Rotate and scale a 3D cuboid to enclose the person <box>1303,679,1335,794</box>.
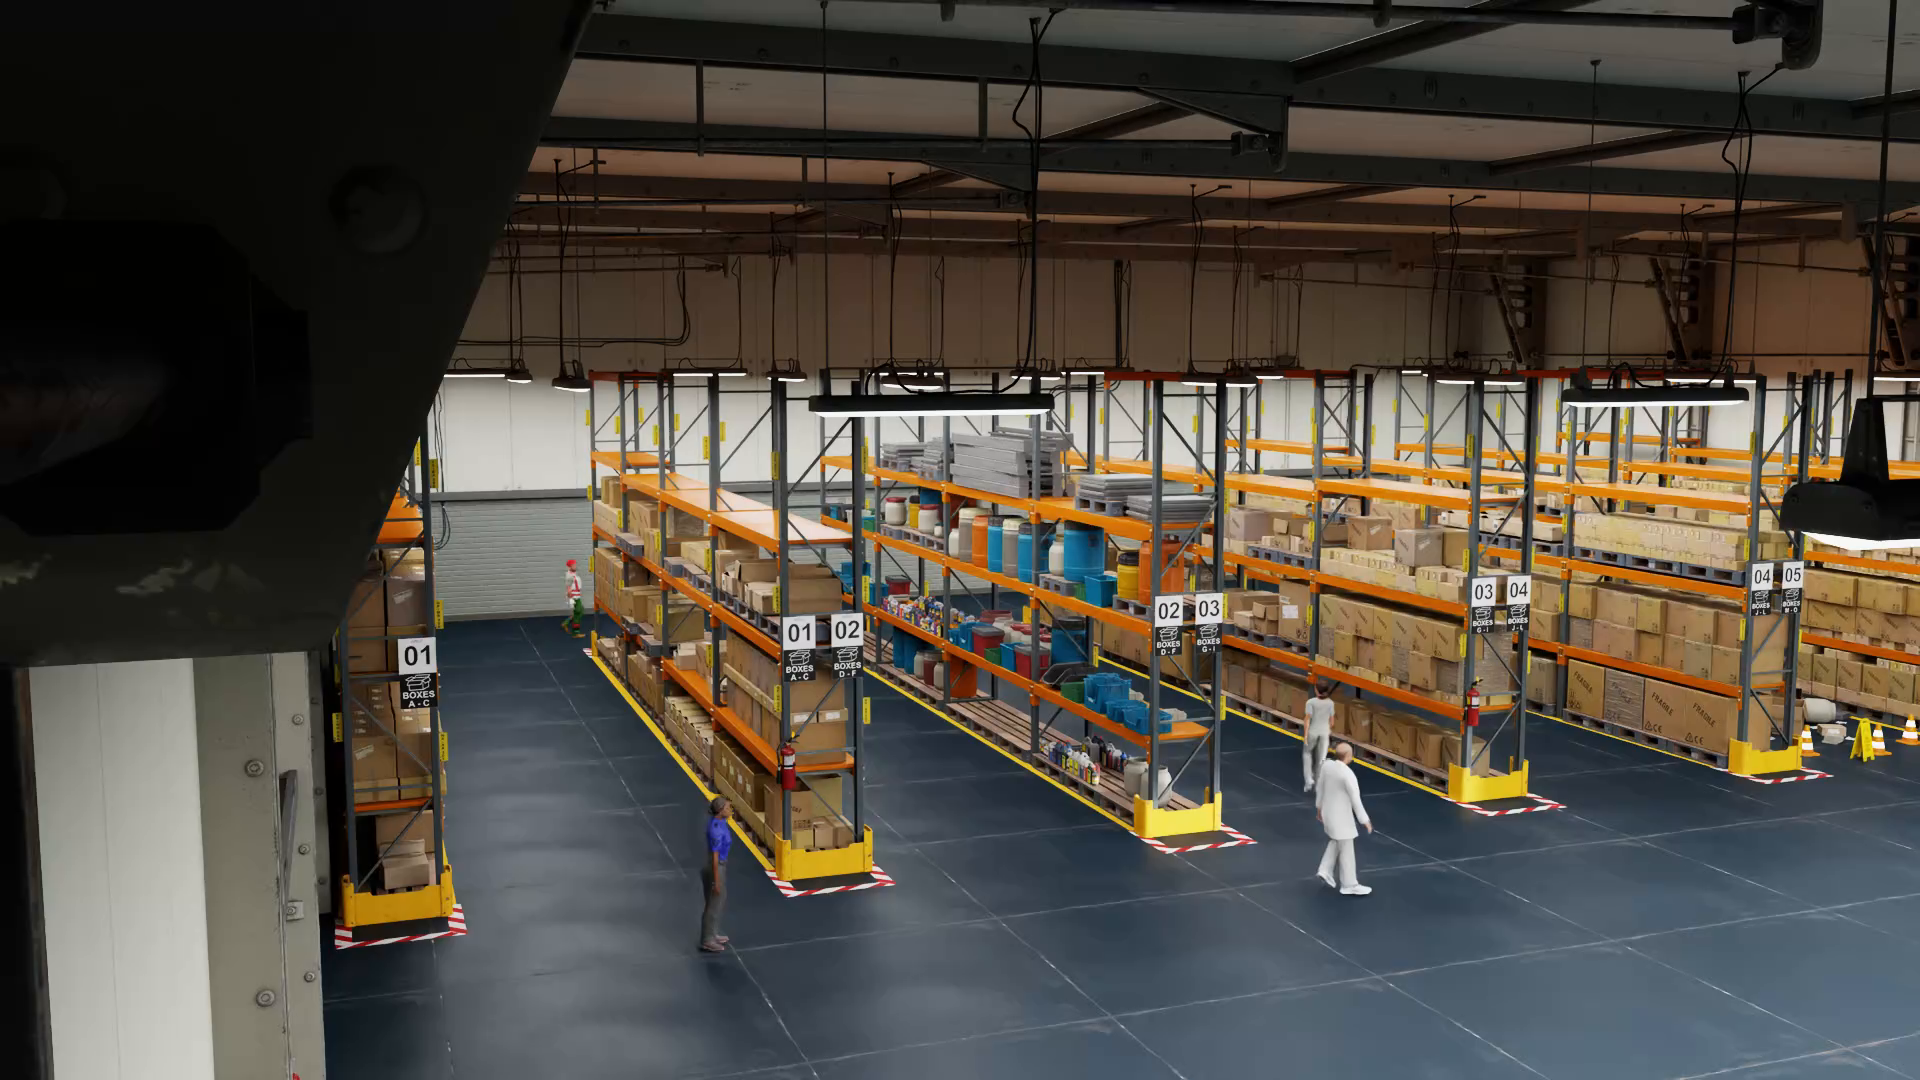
[{"bbox_3d":[5.176,2.822,23.977,0.443,1.677,0.444,1,6,11],"label":"person"}]

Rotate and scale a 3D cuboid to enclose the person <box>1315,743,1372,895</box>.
[{"bbox_3d":[4.494,3.266,19.601,0.575,1.784,0.723,-3,7,-23],"label":"person"}]

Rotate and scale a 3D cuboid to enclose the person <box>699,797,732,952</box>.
[{"bbox_3d":[-2.608,3.541,17.717,0.361,1.655,0.590,-1,6,-6],"label":"person"}]

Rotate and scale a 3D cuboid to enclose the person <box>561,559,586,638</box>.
[{"bbox_3d":[-8.626,1.304,37.026,0.535,1.773,0.590,-2,7,-16],"label":"person"}]
